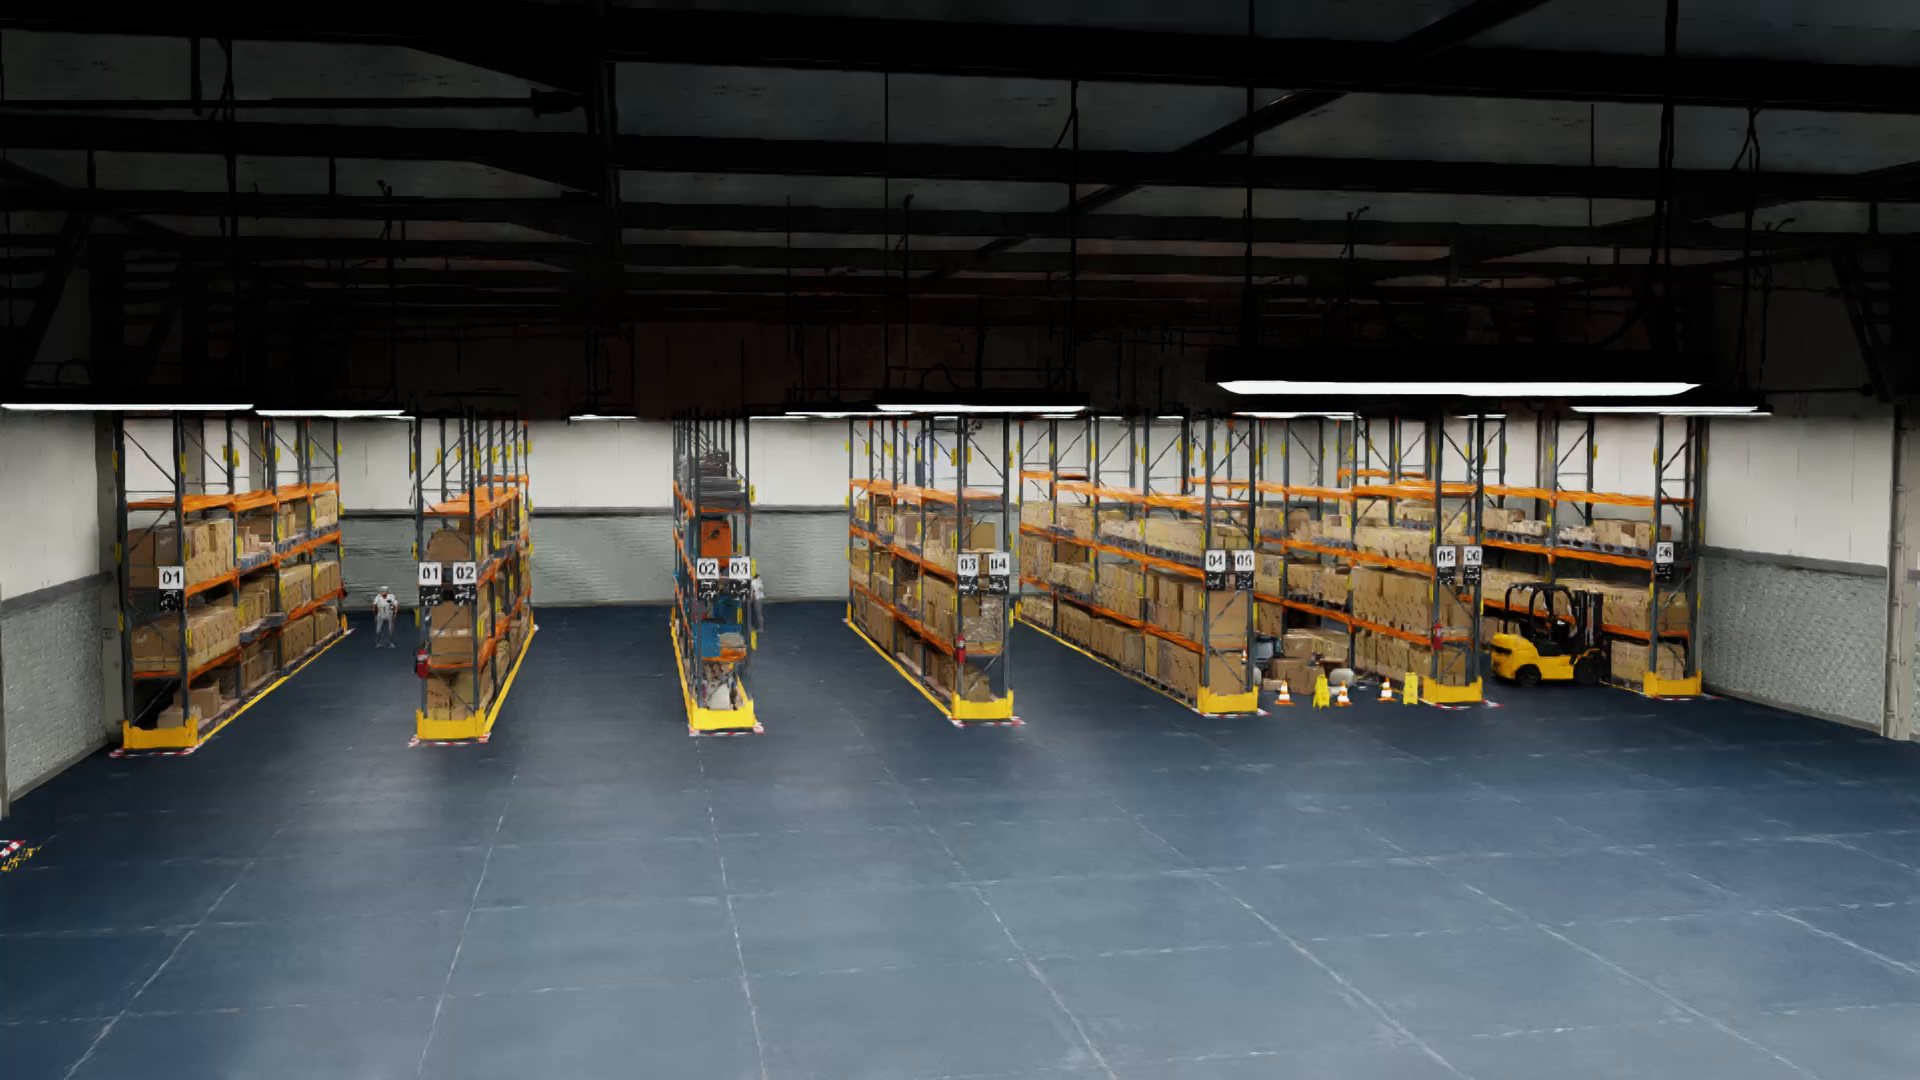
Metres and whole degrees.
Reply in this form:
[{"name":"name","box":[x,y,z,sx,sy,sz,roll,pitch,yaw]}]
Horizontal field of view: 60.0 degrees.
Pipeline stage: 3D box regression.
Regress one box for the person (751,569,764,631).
[{"name":"person","box":[-5.591,1.636,45.610,0.543,1.664,0.568,1,4,18]}]

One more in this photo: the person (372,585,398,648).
[{"name":"person","box":[-14.528,1.941,42.003,0.608,1.611,0.582,-1,4,-13]}]

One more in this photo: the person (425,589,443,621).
[{"name":"person","box":[-14.963,1.560,47.350,0.420,1.577,0.564,2,4,20]}]

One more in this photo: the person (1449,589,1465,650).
[{"name":"person","box":[12.079,1.992,40.680,0.560,1.651,0.588,1,4,15]}]
